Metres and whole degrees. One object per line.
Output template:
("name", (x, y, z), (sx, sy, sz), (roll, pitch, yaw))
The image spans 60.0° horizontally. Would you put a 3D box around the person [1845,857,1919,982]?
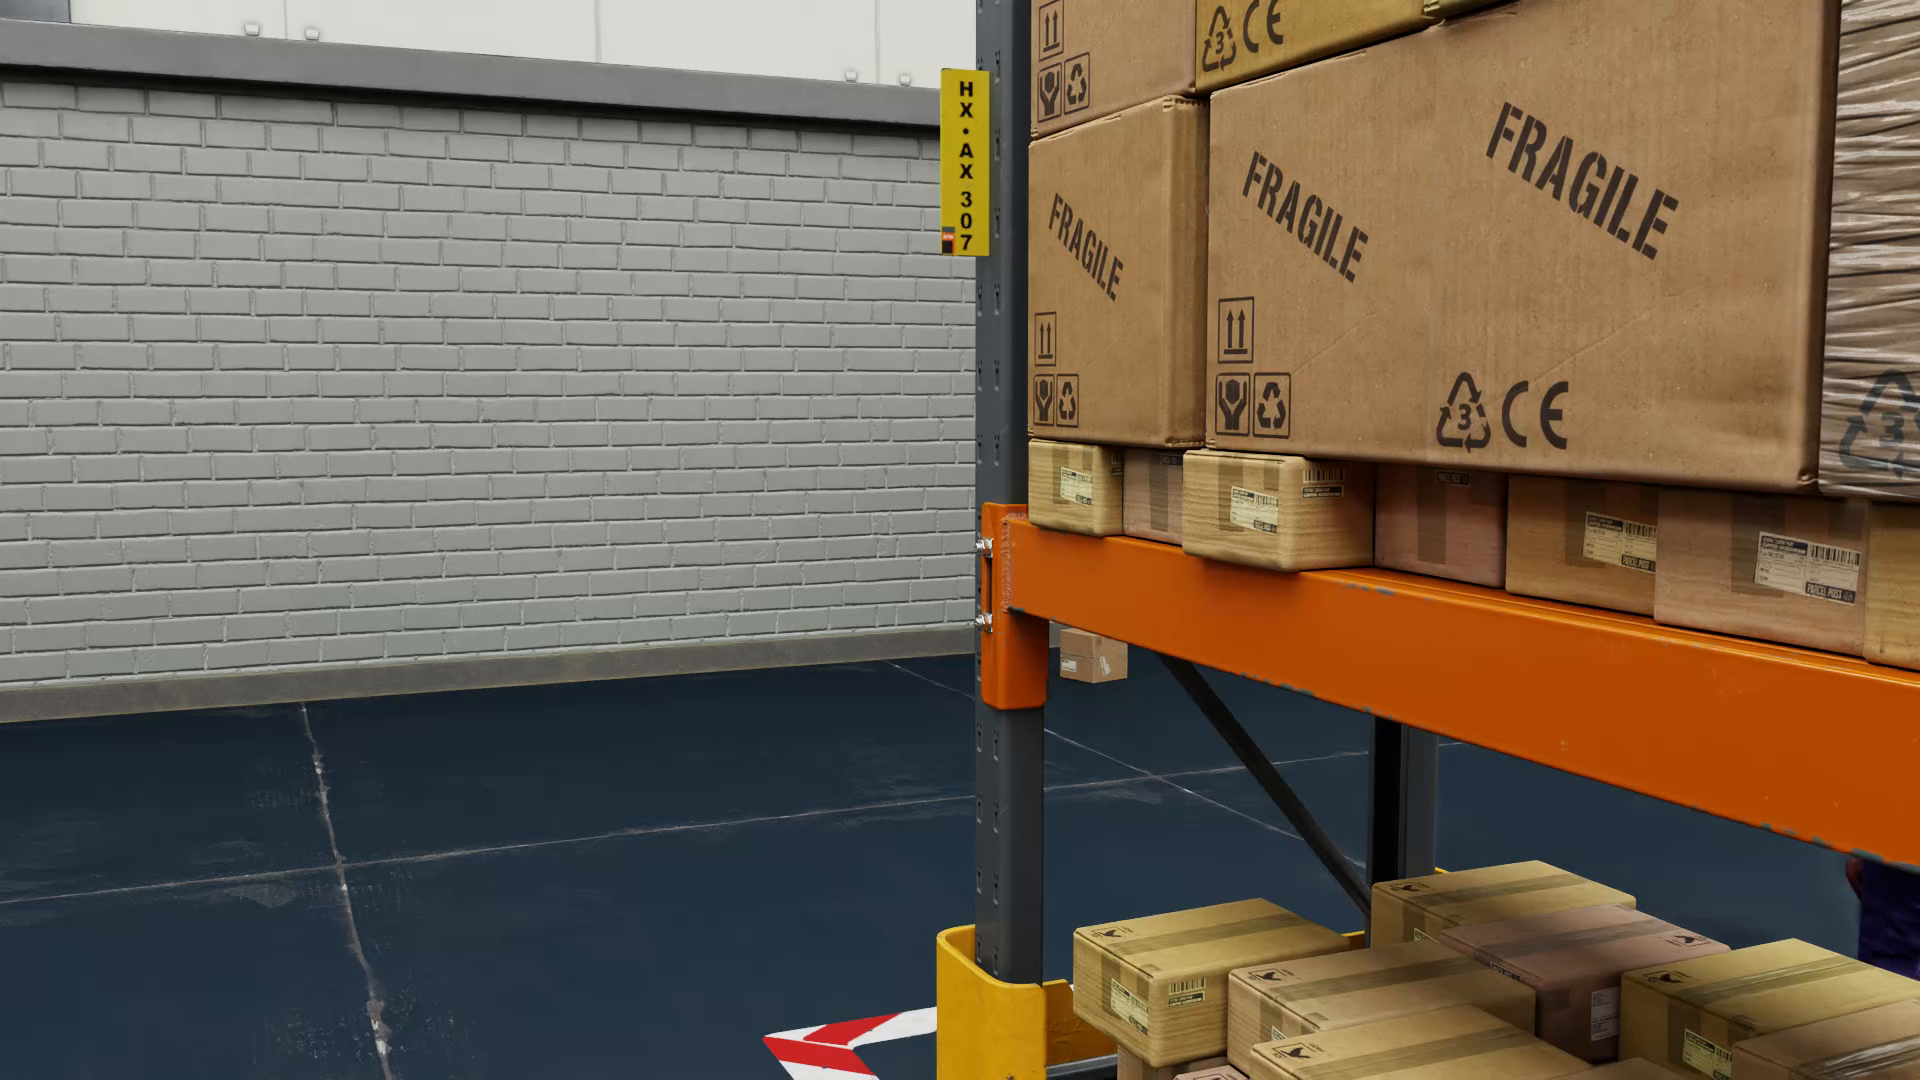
("person", (2.347, 0.369, 4.011), (0.483, 1.548, 0.473), (-3, 6, -26))
